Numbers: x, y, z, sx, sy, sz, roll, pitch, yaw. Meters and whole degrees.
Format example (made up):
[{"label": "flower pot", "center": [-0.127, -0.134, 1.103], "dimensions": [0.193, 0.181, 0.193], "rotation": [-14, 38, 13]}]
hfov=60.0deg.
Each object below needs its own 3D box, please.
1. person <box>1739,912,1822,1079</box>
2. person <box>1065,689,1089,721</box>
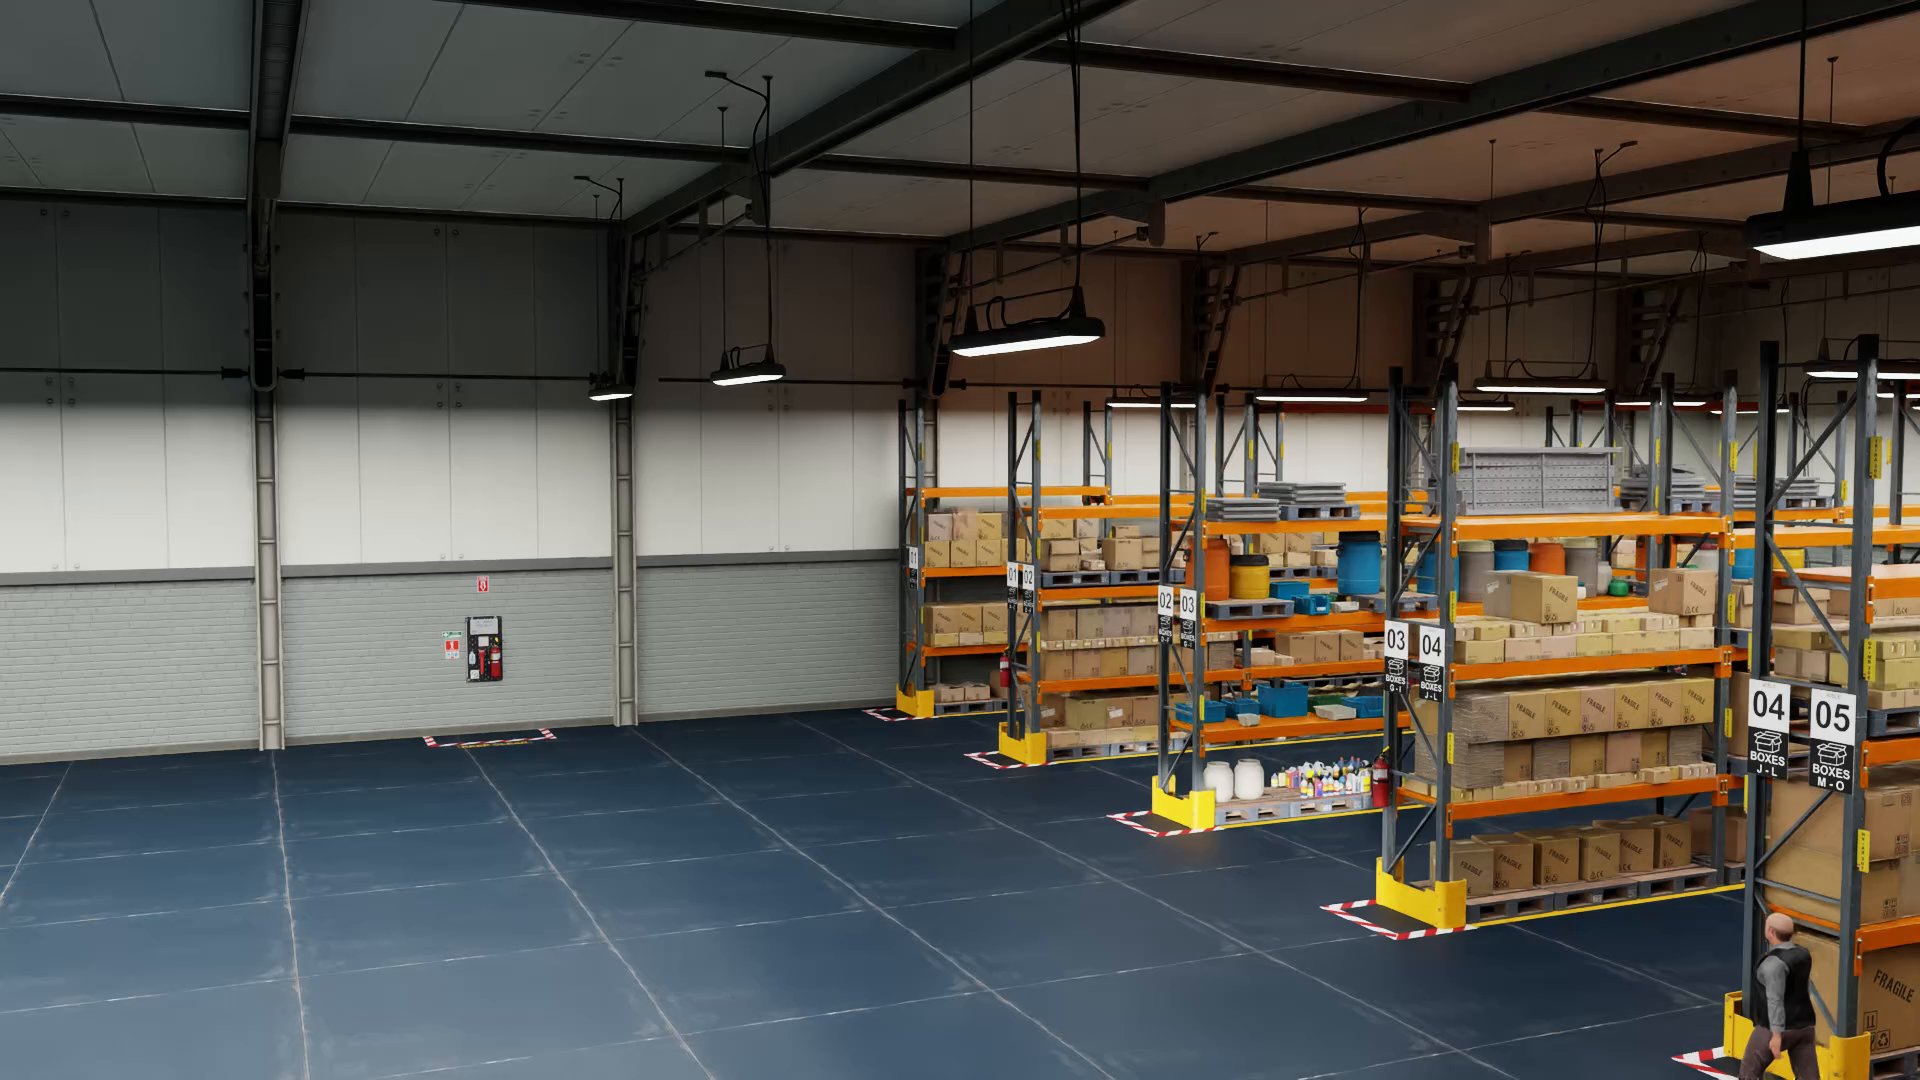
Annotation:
[{"label": "person", "center": [6.117, 3.601, 12.317], "dimensions": [0.561, 1.676, 1.049], "rotation": [-2, 4, -28]}, {"label": "person", "center": [2.099, 2.603, 29.557], "dimensions": [0.491, 1.681, 0.399], "rotation": [2, 4, 36]}]
